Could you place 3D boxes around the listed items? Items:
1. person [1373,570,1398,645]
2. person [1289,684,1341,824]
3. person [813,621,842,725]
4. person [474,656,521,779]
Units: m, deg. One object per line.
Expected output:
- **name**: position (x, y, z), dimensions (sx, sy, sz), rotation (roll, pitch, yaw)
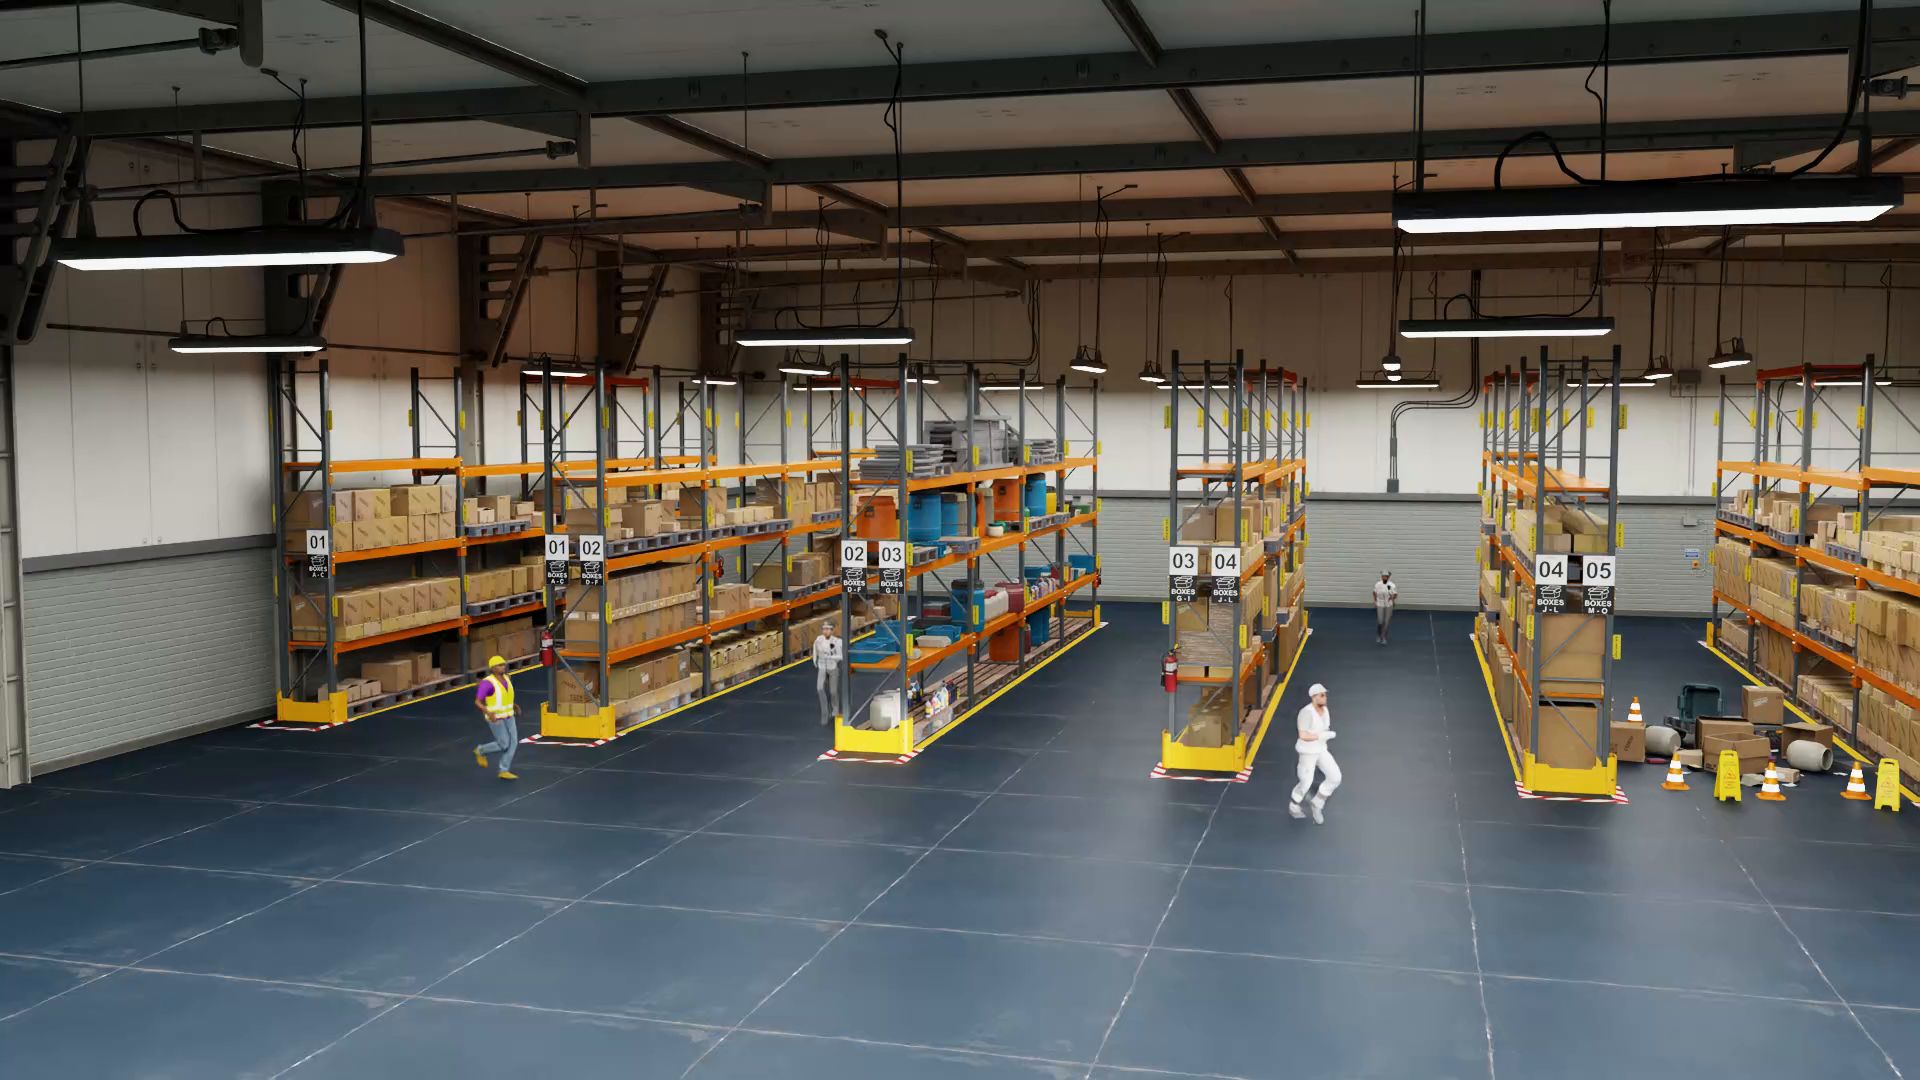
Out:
- **person**: position (9.483, 1.501, 37.090), dimensions (0.553, 1.691, 0.637), rotation (1, 4, 15)
- **person**: position (4.377, 2.630, 20.512), dimensions (0.696, 1.748, 0.810), rotation (-3, 5, -37)
- **person**: position (-2.173, 2.182, 27.627), dimensions (0.636, 1.725, 0.798), rotation (1, 4, 13)
- **person**: position (-6.473, 2.474, 23.271), dimensions (0.652, 1.723, 0.702), rotation (2, 5, 26)
